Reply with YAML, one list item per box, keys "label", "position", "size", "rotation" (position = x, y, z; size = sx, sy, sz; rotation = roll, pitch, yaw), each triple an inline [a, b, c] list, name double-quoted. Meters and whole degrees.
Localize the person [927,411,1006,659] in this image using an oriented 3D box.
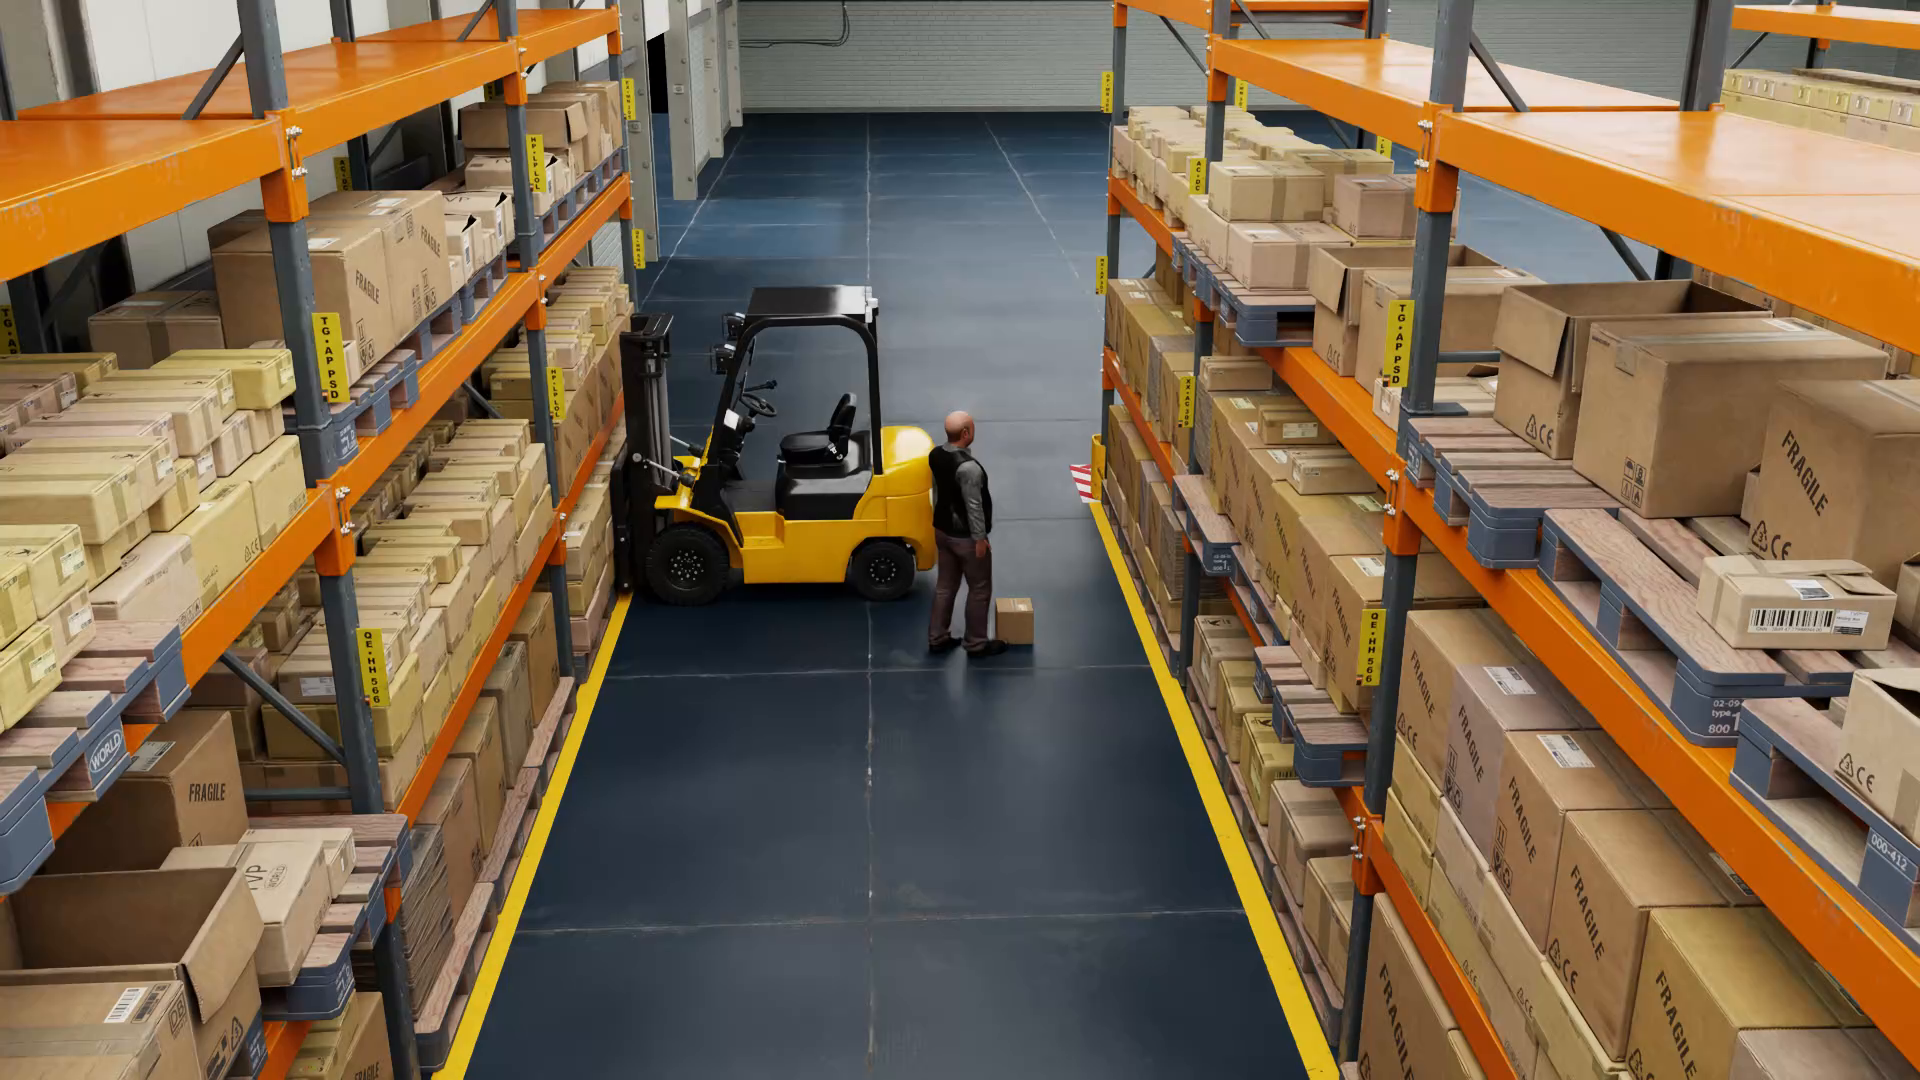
- label: "person"
  position: [0.035, -0.040, 11.236]
  size: [0.489, 1.731, 0.535]
  rotation: [-12, 23, -29]
